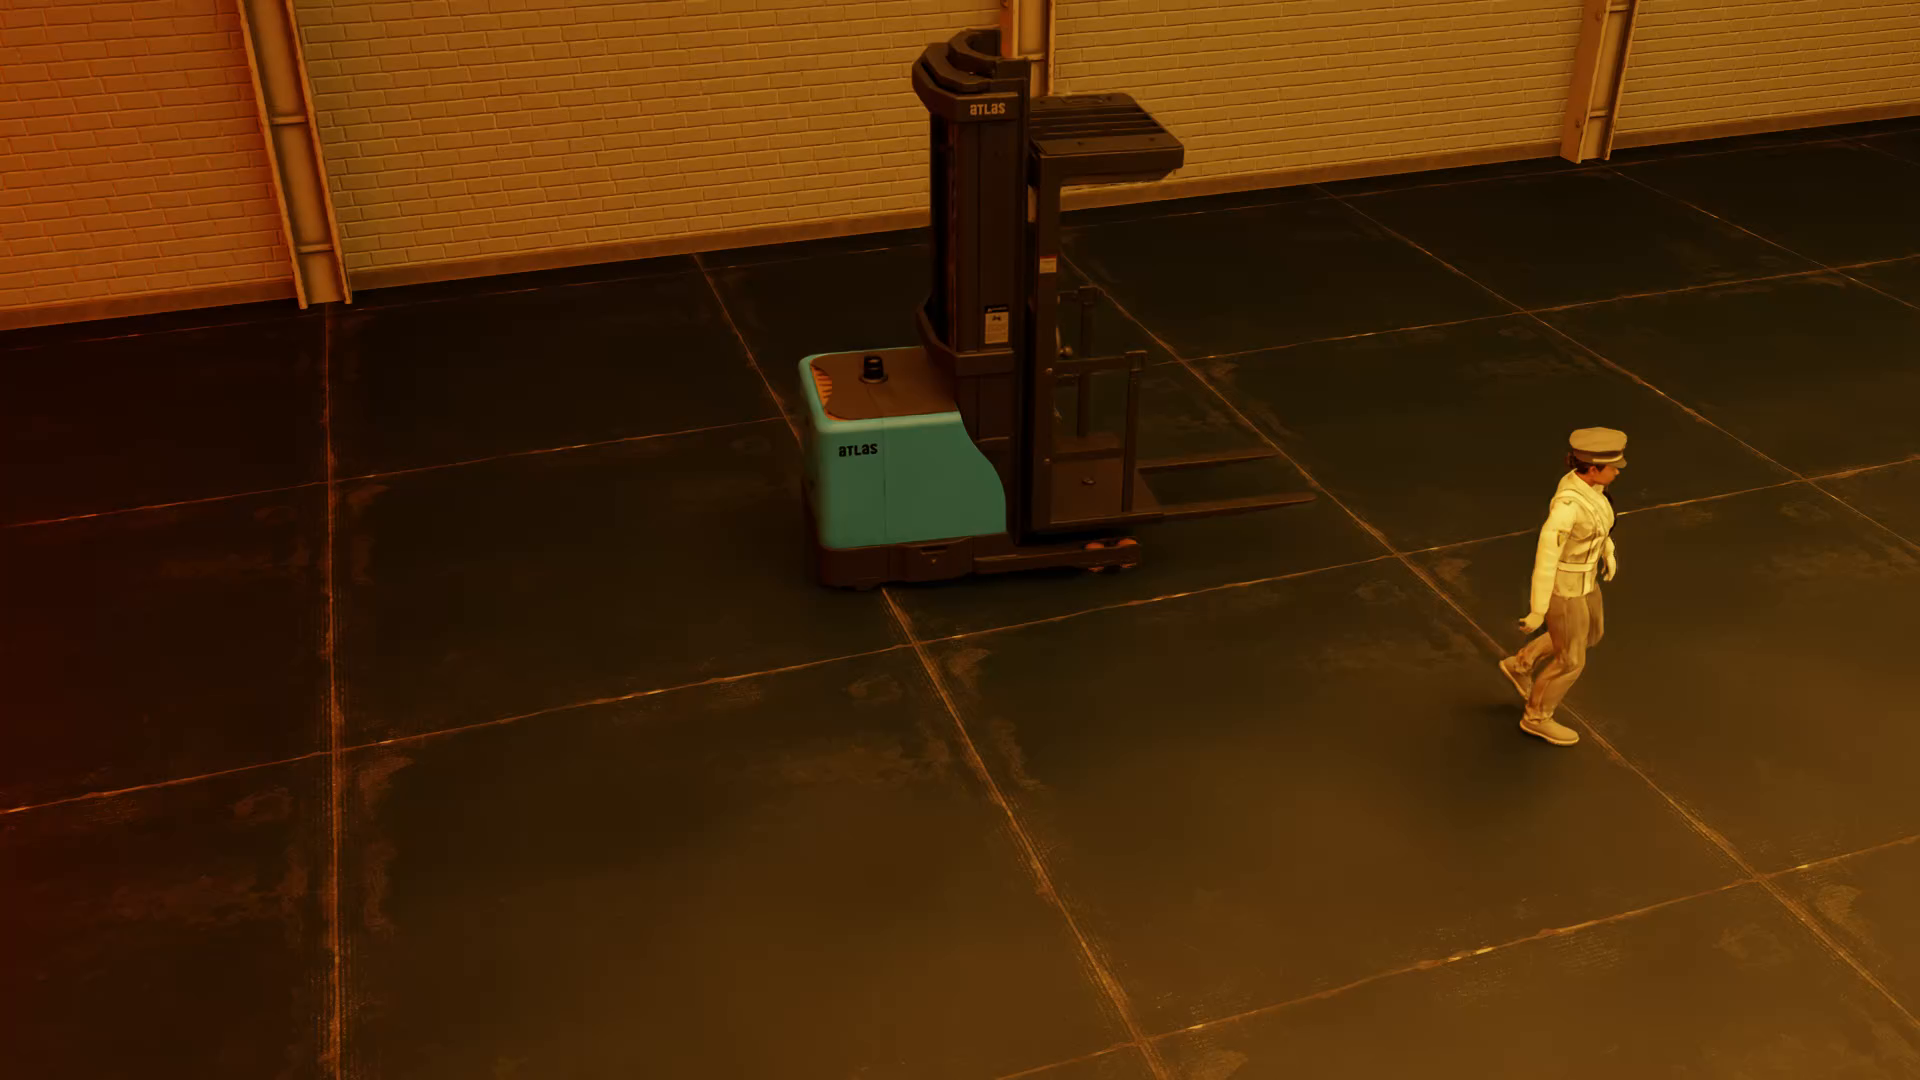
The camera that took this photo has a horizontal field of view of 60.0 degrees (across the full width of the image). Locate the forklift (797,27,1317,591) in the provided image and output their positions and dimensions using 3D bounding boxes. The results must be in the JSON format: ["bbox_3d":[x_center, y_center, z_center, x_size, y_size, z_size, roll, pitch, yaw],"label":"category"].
[{"bbox_3d":[0.603,-1.340,9.416,3.031,2.935,1.130,-6,30,-10],"label":"forklift"}]

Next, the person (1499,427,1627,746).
[{"bbox_3d":[2.904,0.217,8.002,0.459,1.650,0.673,13,32,21],"label":"person"}]
